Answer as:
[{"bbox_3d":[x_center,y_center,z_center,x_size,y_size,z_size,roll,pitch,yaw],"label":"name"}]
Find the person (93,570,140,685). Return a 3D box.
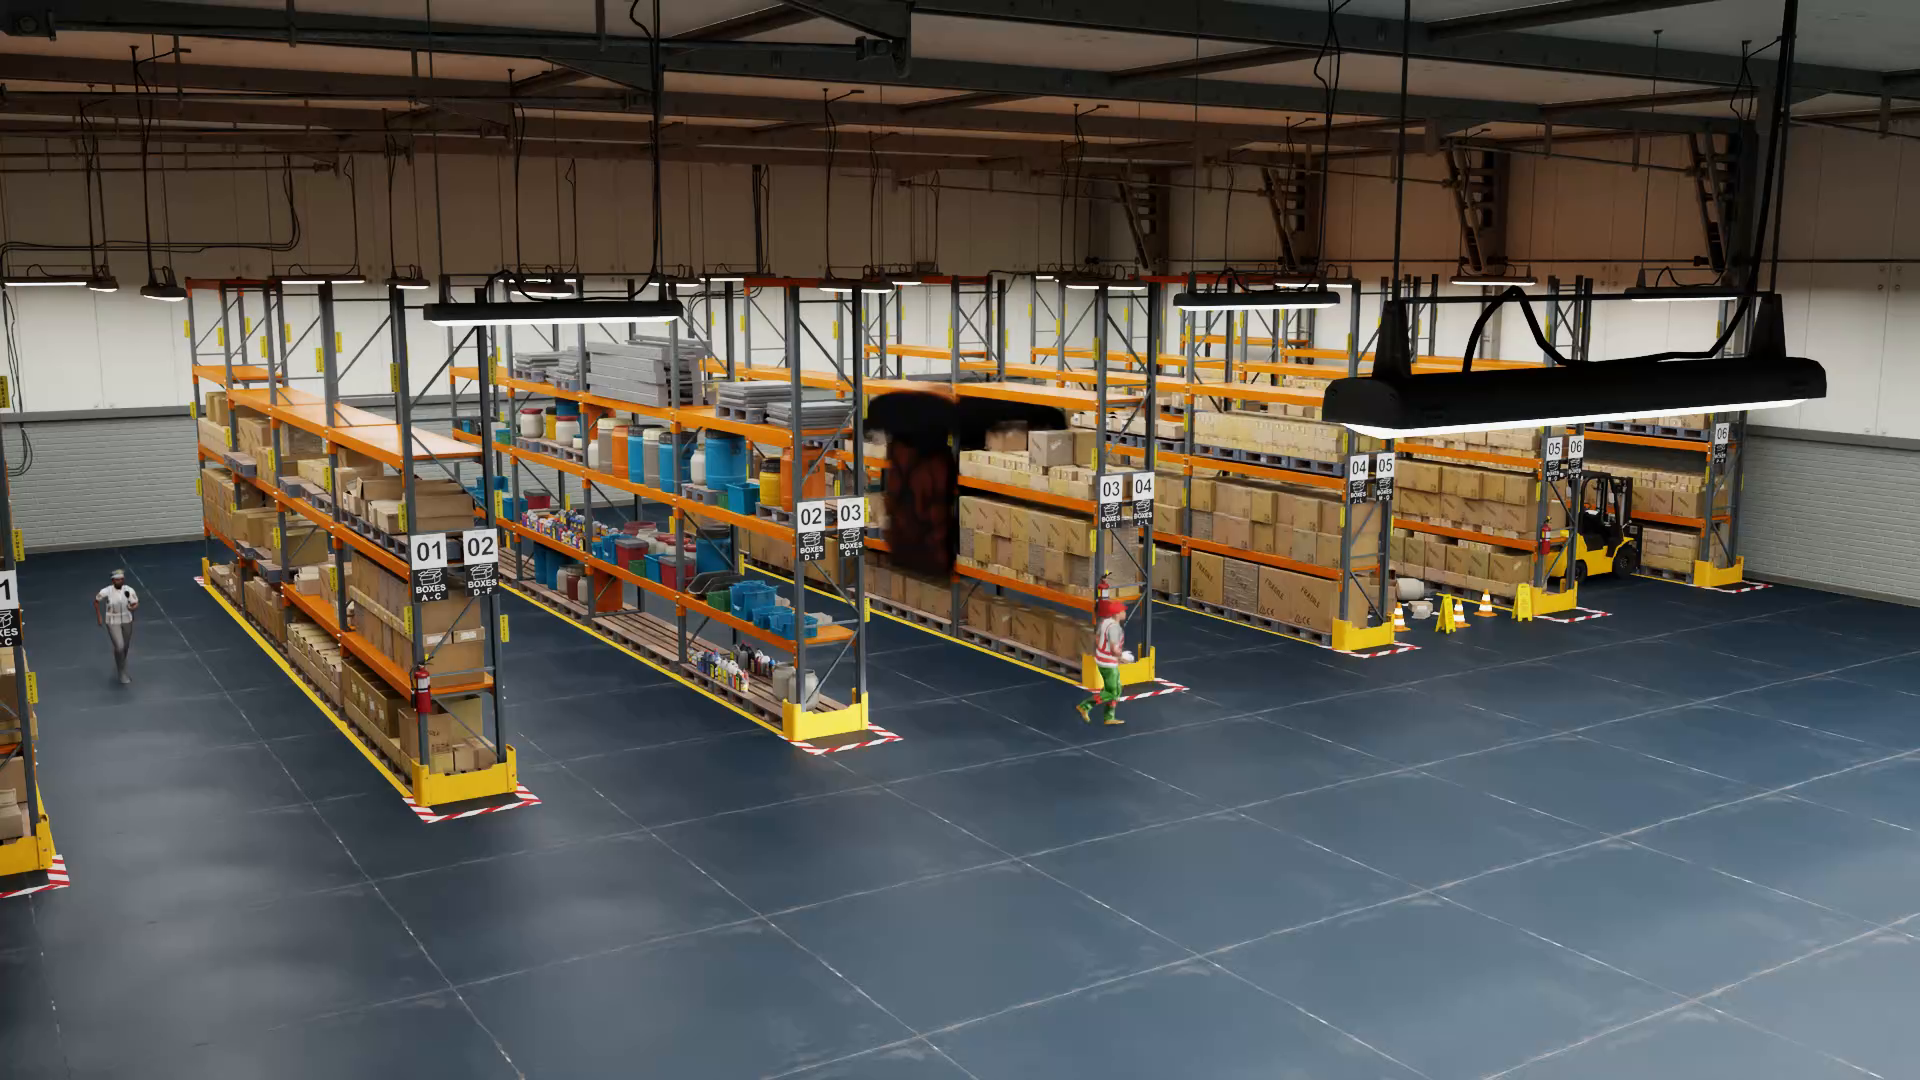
[{"bbox_3d":[-12.757,1.296,25.237,0.558,1.748,0.843,-9,13,-44],"label":"person"}]

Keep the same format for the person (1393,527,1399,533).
[{"bbox_3d":[9.314,-0.391,35.543,0.559,1.617,0.735,-7,12,-37],"label":"person"}]

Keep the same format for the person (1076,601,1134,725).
[{"bbox_3d":[1.975,1.699,22.765,0.790,1.737,0.651,-1,10,-4],"label":"person"}]

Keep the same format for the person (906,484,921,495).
[{"bbox_3d":[-1.196,-2.024,44.638,0.643,1.817,0.845,4,11,25],"label":"person"}]
